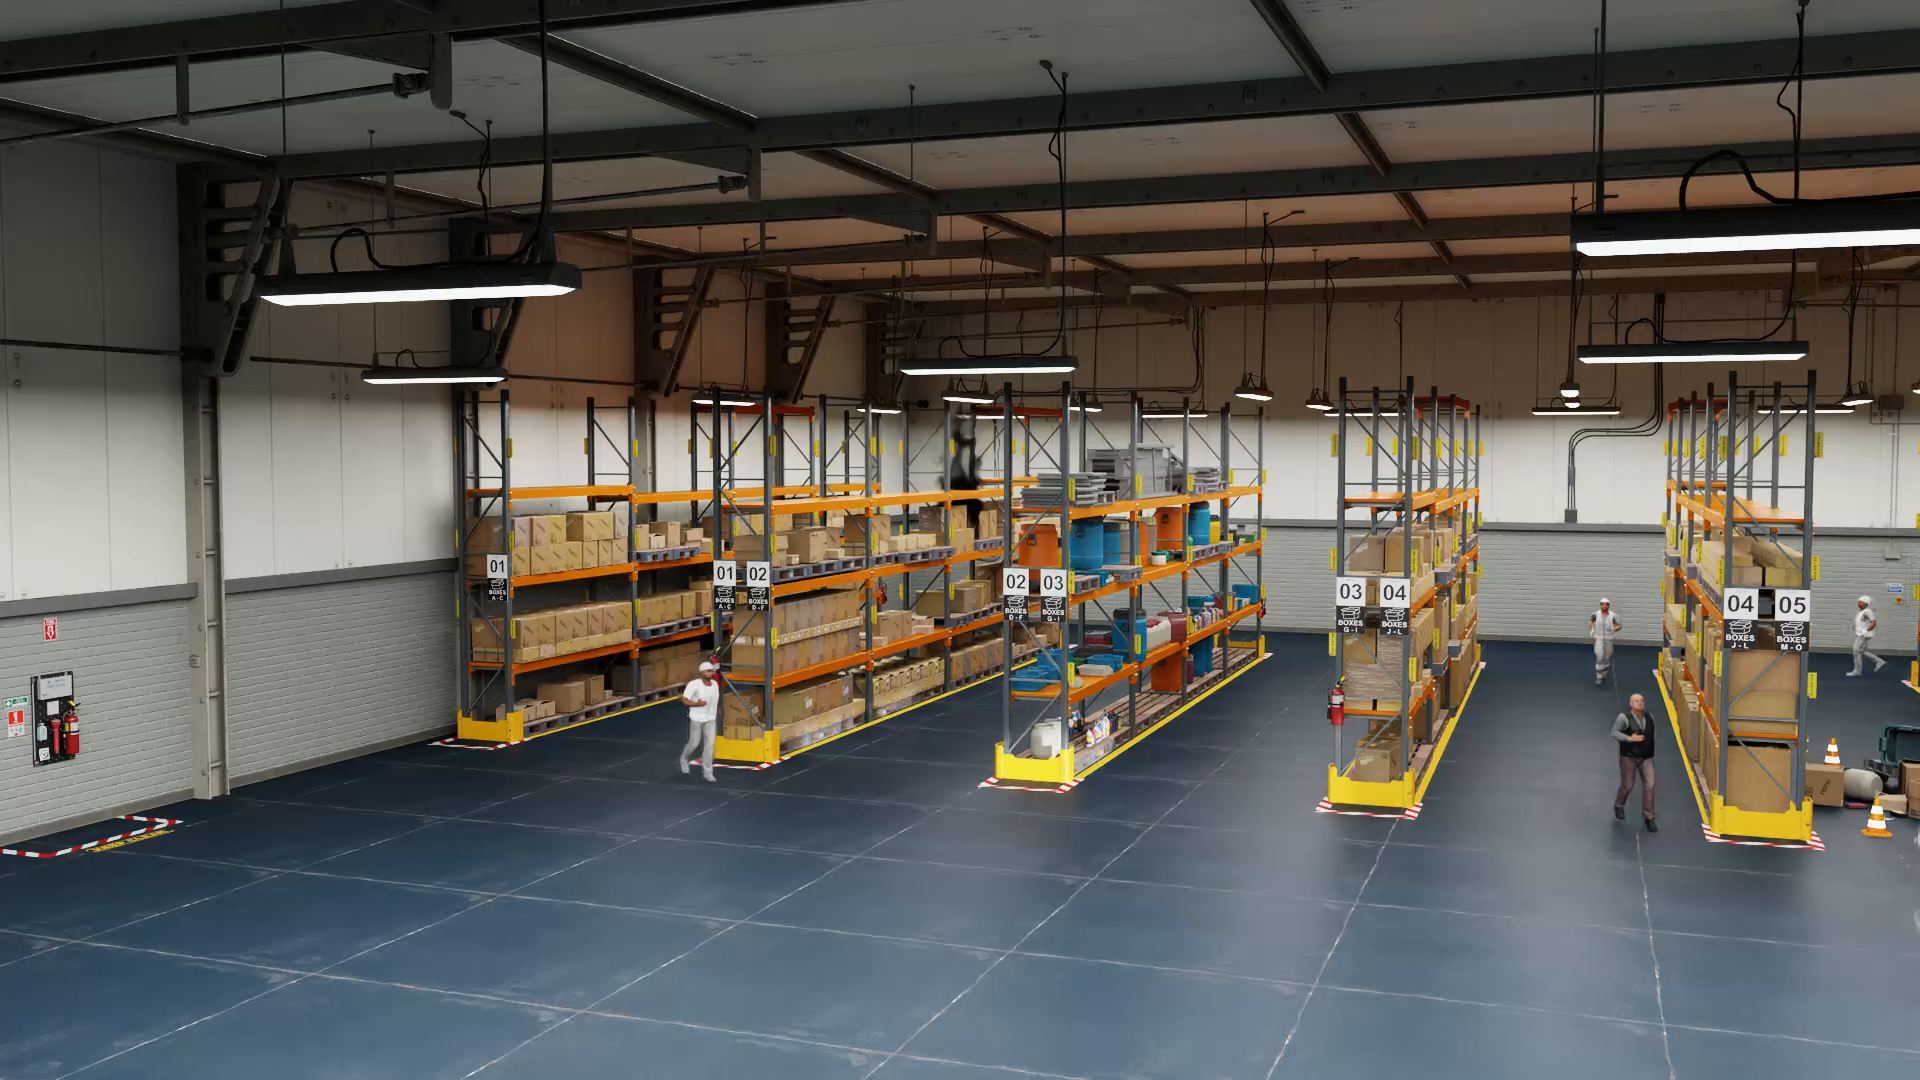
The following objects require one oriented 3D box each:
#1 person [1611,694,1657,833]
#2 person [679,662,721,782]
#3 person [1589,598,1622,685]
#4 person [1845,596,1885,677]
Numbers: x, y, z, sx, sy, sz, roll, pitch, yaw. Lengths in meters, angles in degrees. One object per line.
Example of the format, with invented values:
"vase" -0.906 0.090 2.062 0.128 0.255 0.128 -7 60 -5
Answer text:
"person" 8.946 2.921 22.025 0.660 1.768 0.821 0 3 1
"person" -3.871 2.724 25.155 0.710 1.766 0.978 -2 4 -35
"person" 13.733 2.143 35.388 0.648 1.816 0.836 1 3 21
"person" 19.896 2.115 36.480 0.808 1.784 0.703 1 3 11
